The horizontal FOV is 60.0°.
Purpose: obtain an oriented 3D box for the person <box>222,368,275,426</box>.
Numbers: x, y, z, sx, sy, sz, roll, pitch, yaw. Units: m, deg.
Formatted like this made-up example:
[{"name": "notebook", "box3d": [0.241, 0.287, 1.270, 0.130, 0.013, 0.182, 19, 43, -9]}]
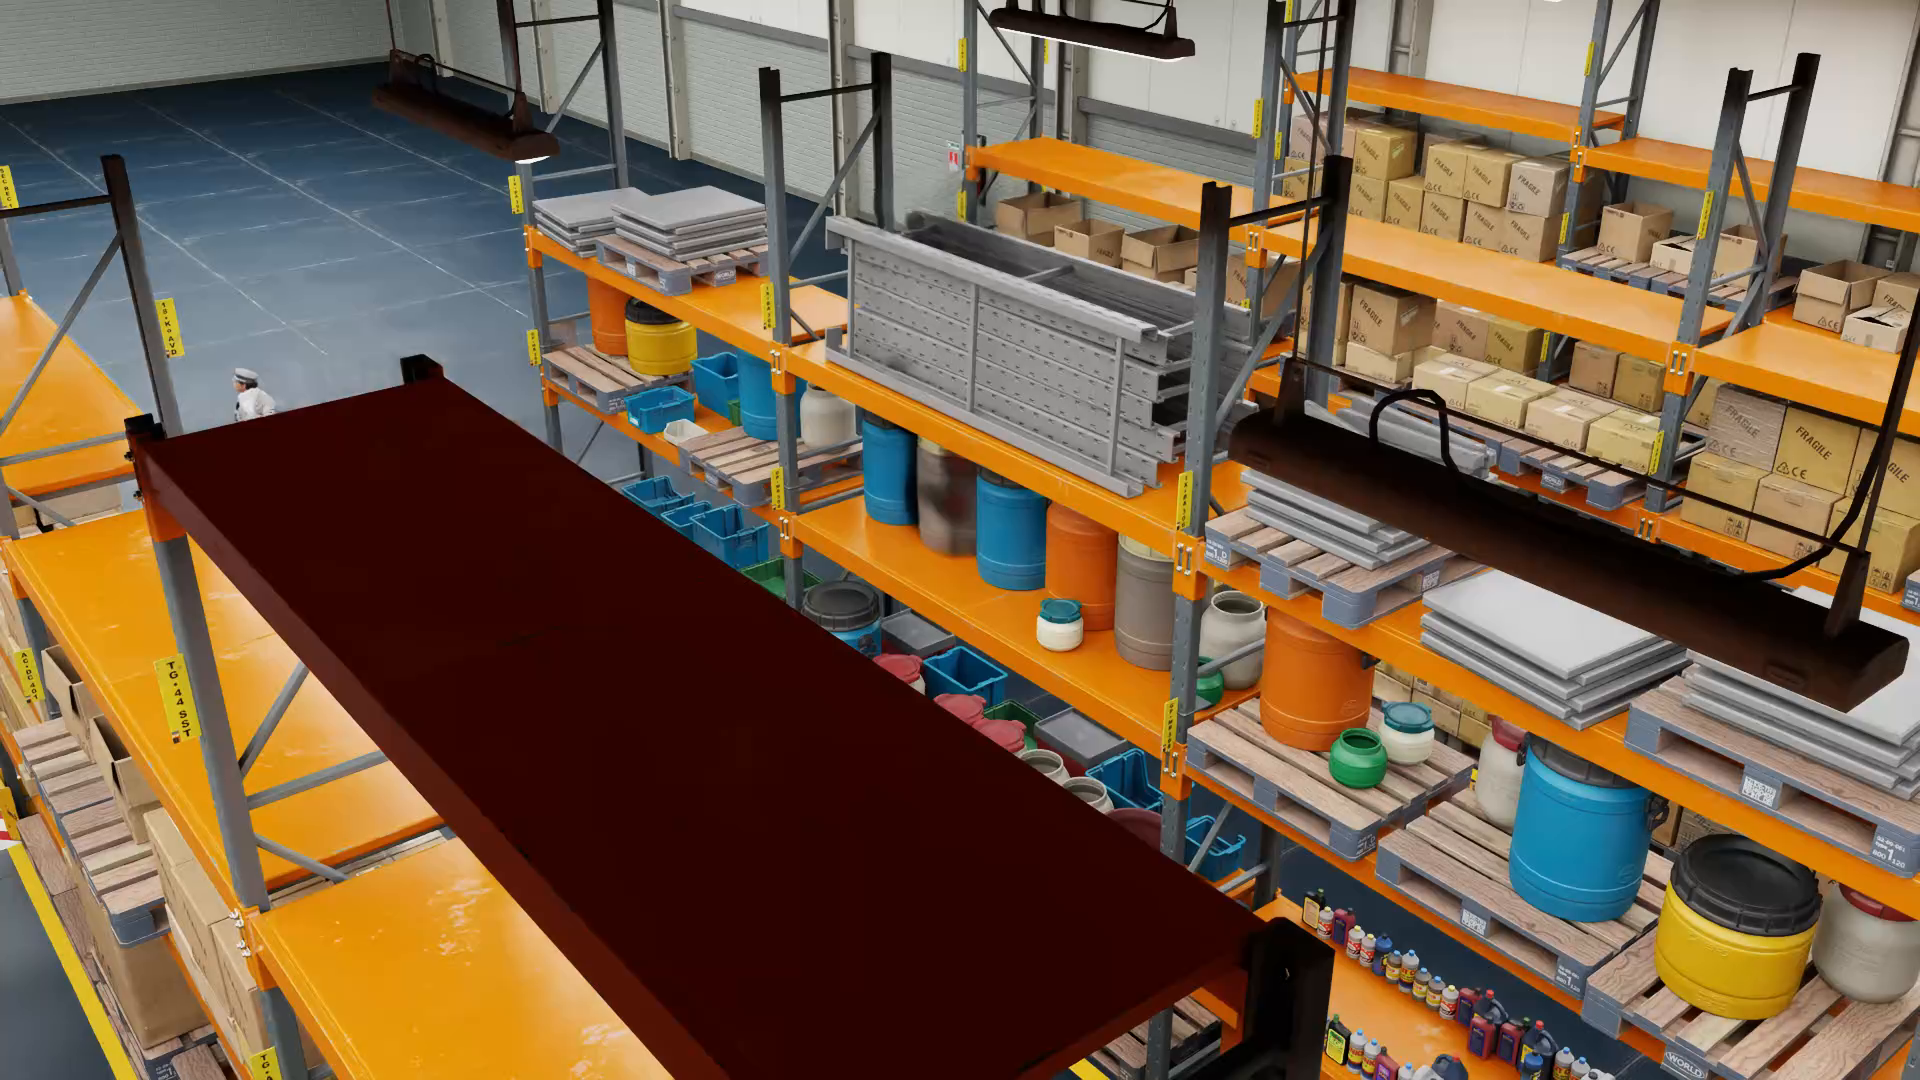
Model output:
[{"name": "person", "box3d": [-7.956, -1.167, 18.745, 0.692, 1.647, 0.583, -9, 27, -18]}]
